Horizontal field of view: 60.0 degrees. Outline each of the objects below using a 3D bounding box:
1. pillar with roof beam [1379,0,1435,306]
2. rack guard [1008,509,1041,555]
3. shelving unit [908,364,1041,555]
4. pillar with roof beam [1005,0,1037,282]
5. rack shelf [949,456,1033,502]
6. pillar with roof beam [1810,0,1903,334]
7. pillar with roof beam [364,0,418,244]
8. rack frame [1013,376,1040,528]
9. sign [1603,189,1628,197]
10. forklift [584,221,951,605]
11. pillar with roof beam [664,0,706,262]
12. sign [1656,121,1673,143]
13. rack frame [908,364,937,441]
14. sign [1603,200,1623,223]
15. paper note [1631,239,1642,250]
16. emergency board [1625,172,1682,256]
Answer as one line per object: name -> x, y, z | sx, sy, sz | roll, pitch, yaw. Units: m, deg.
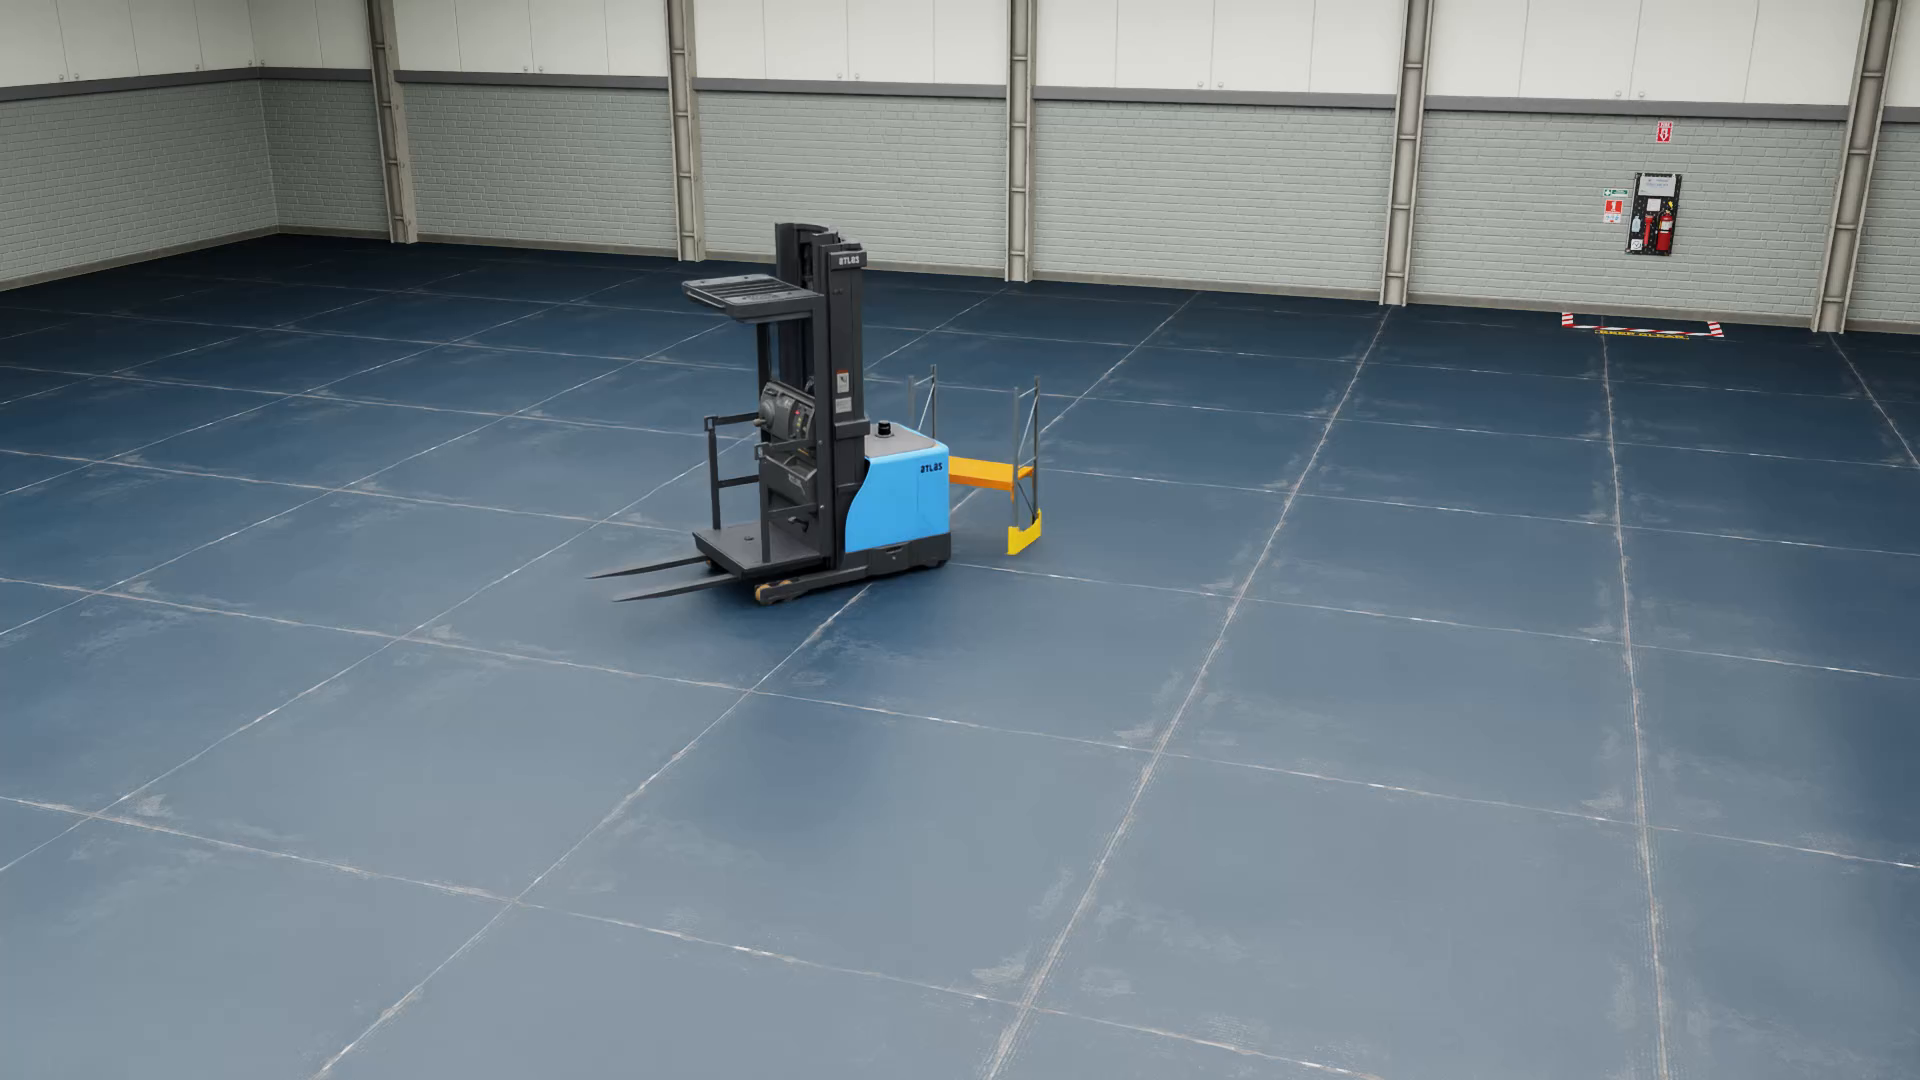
pillar with roof beam -> 5.224, -6.532, 20.145 | 0.400, 9.000, 9.100 | 7, 20, 18
rack guard -> 0.582, -0.078, 14.921 | 0.087, 0.250, 0.587 | 9, 21, 24
shelving unit -> 0.132, -0.739, 14.917 | 1.083, 1.500, 0.587 | 9, 21, 24
pillar with roof beam -> -0.444, -7.180, 22.004 | 0.400, 9.000, 9.100 | 7, 20, 18
rack shelf -> 0.124, -0.570, 14.980 | 1.000, 0.185, 0.538 | 9, 21, 24
pillar with roof beam -> 10.892, -5.884, 18.286 | 0.400, 9.000, 9.100 | 7, 20, 18
pillar with roof beam -> -11.779, -8.477, 25.723 | 0.400, 9.000, 9.100 | 7, 20, 18
rack frame -> 0.583, -0.668, 14.715 | 0.032, 1.500, 0.500 | 9, 21, 24
sign -> 9.495, -5.024, 24.074 | 0.331, 0.109, 0.001 | 7, 20, 18
forklift -> -1.603, -1.050, 13.635 | 3.031, 2.935, 1.130 | -11, 22, -30
pillar with roof beam -> -6.112, -7.829, 23.863 | 0.400, 9.000, 9.100 | 7, 20, 18
sign -> 10.008, -5.795, 23.623 | 0.199, 0.298, 0.001 | 7, 20, 18
rack frame -> -0.335, -0.812, 15.126 | 0.032, 1.500, 0.500 | 9, 21, 24
sign -> 9.494, -4.777, 24.170 | 0.234, 0.329, 0.001 | 7, 20, 18
paper note -> 9.838, -4.293, 24.174 | 0.142, 0.148, 0.016 | 7, 20, 18
emergency board -> 9.983, -4.669, 23.913 | 0.643, 1.169, 0.194 | 7, 20, 18
